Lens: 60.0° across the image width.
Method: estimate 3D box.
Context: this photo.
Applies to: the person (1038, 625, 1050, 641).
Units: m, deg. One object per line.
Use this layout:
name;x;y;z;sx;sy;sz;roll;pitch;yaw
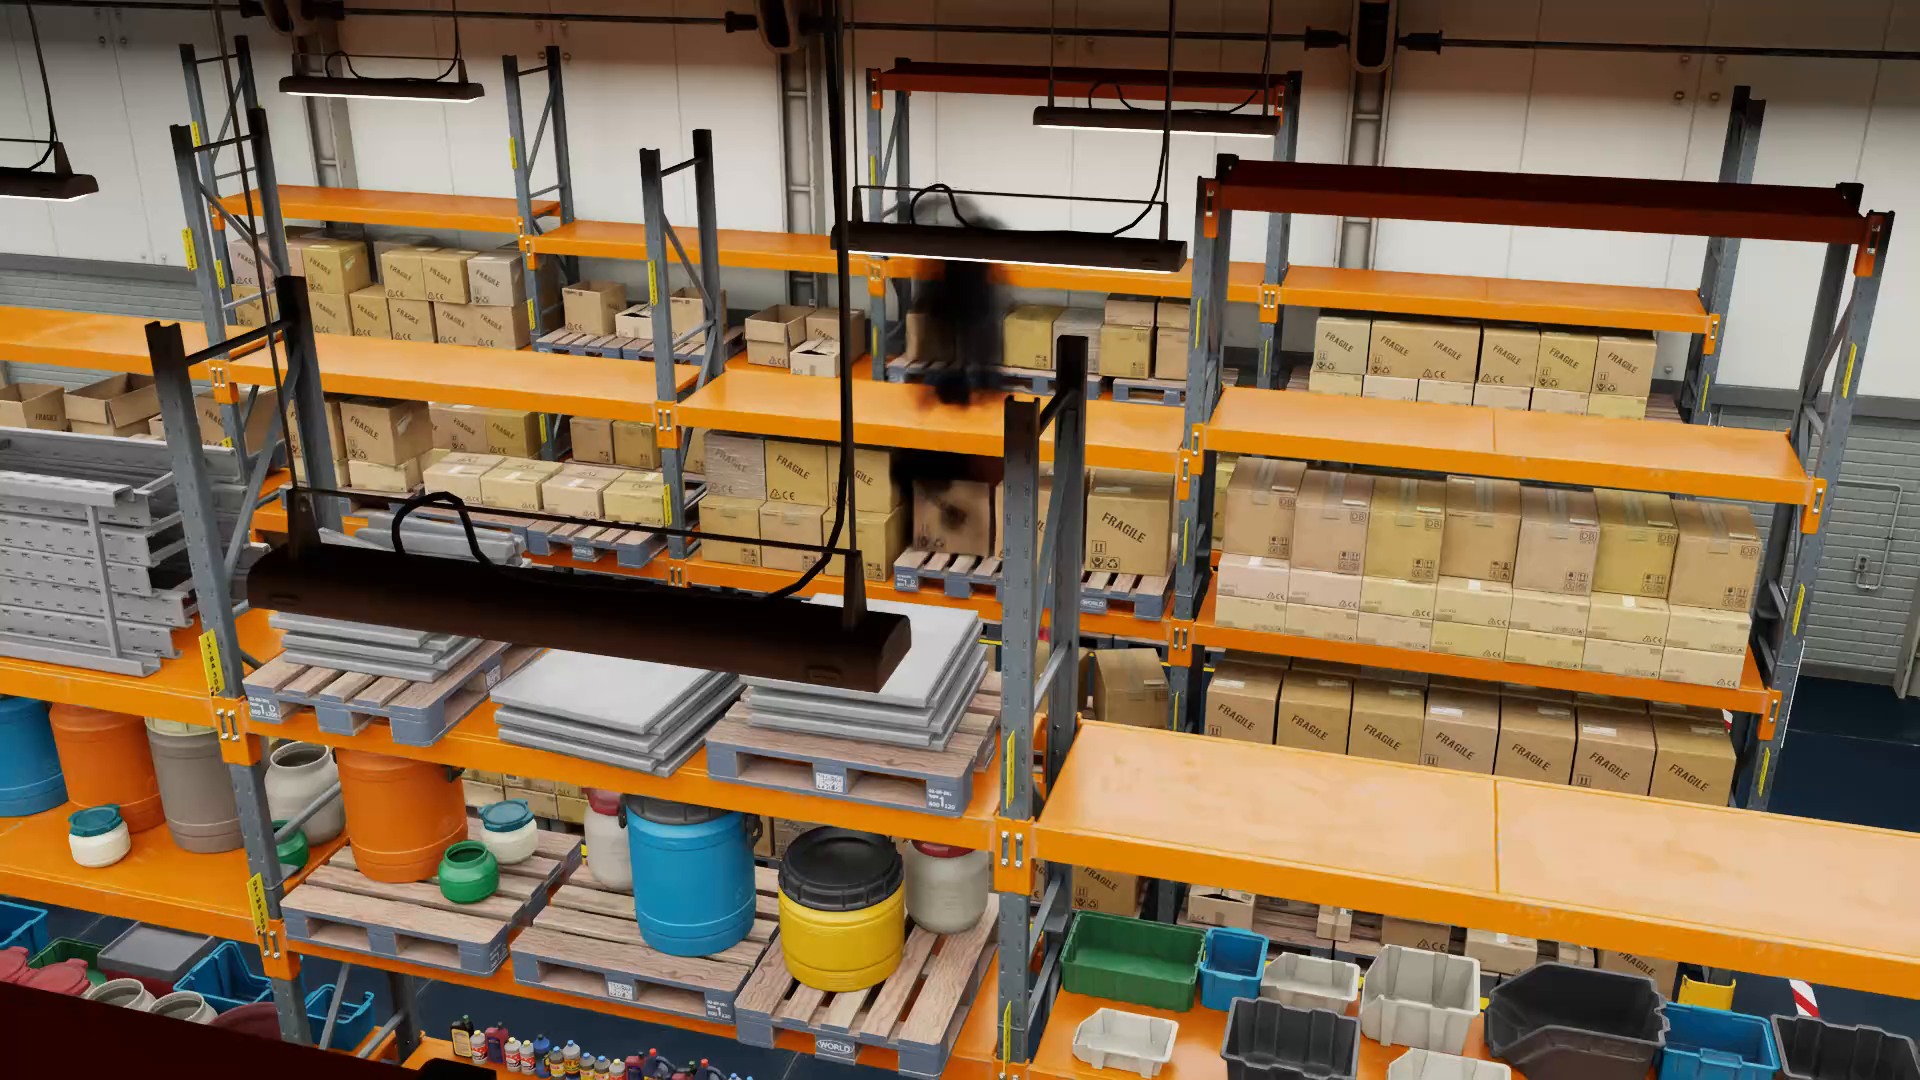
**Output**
person;0.823;1.345;15.380;0.603;1.688;0.665;7;24;17
